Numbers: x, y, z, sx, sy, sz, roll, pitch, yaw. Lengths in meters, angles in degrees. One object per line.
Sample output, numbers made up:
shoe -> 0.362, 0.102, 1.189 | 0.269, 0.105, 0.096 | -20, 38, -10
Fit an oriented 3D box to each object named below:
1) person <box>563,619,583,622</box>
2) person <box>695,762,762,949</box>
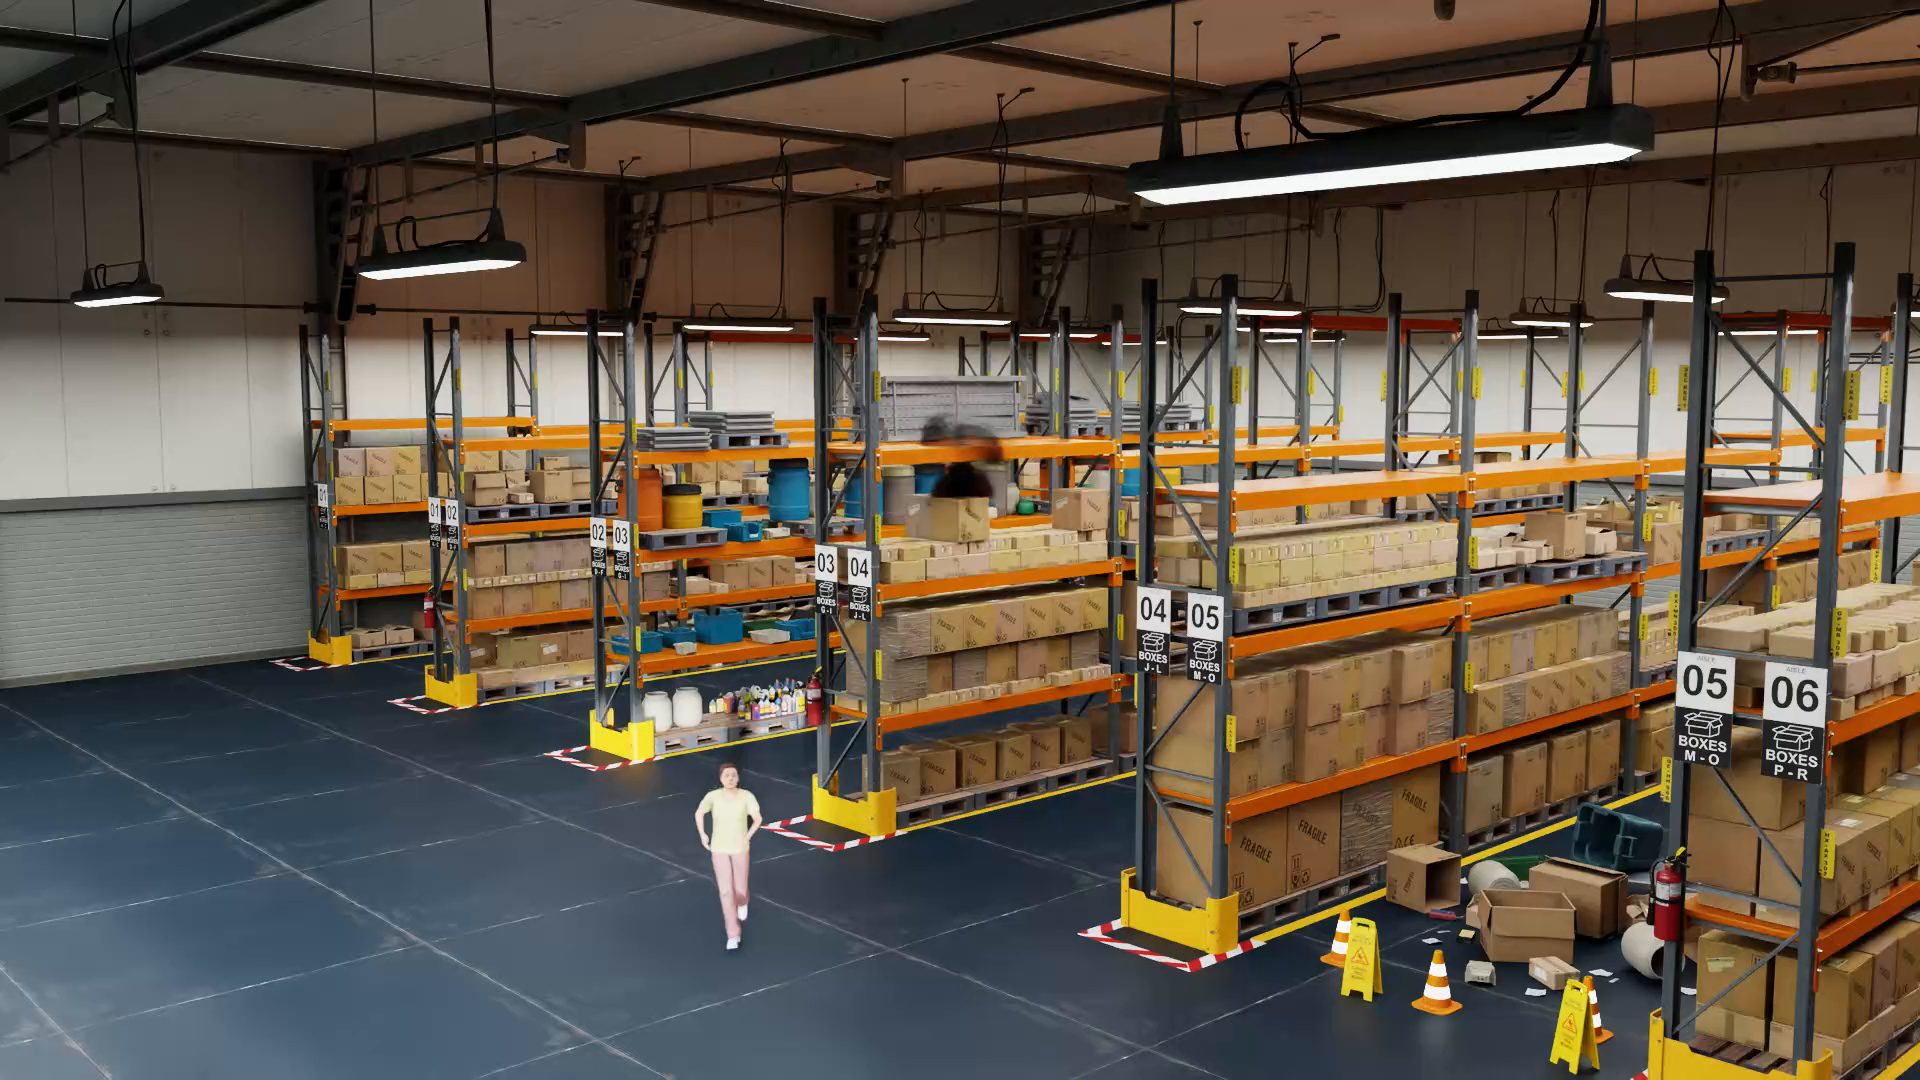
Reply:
person -> -6.801, 1.358, 29.148 | 0.705, 1.727, 0.661 | 5, 8, 40
person -> -2.104, 2.826, 15.139 | 0.609, 1.637, 0.783 | -1, 6, -7
